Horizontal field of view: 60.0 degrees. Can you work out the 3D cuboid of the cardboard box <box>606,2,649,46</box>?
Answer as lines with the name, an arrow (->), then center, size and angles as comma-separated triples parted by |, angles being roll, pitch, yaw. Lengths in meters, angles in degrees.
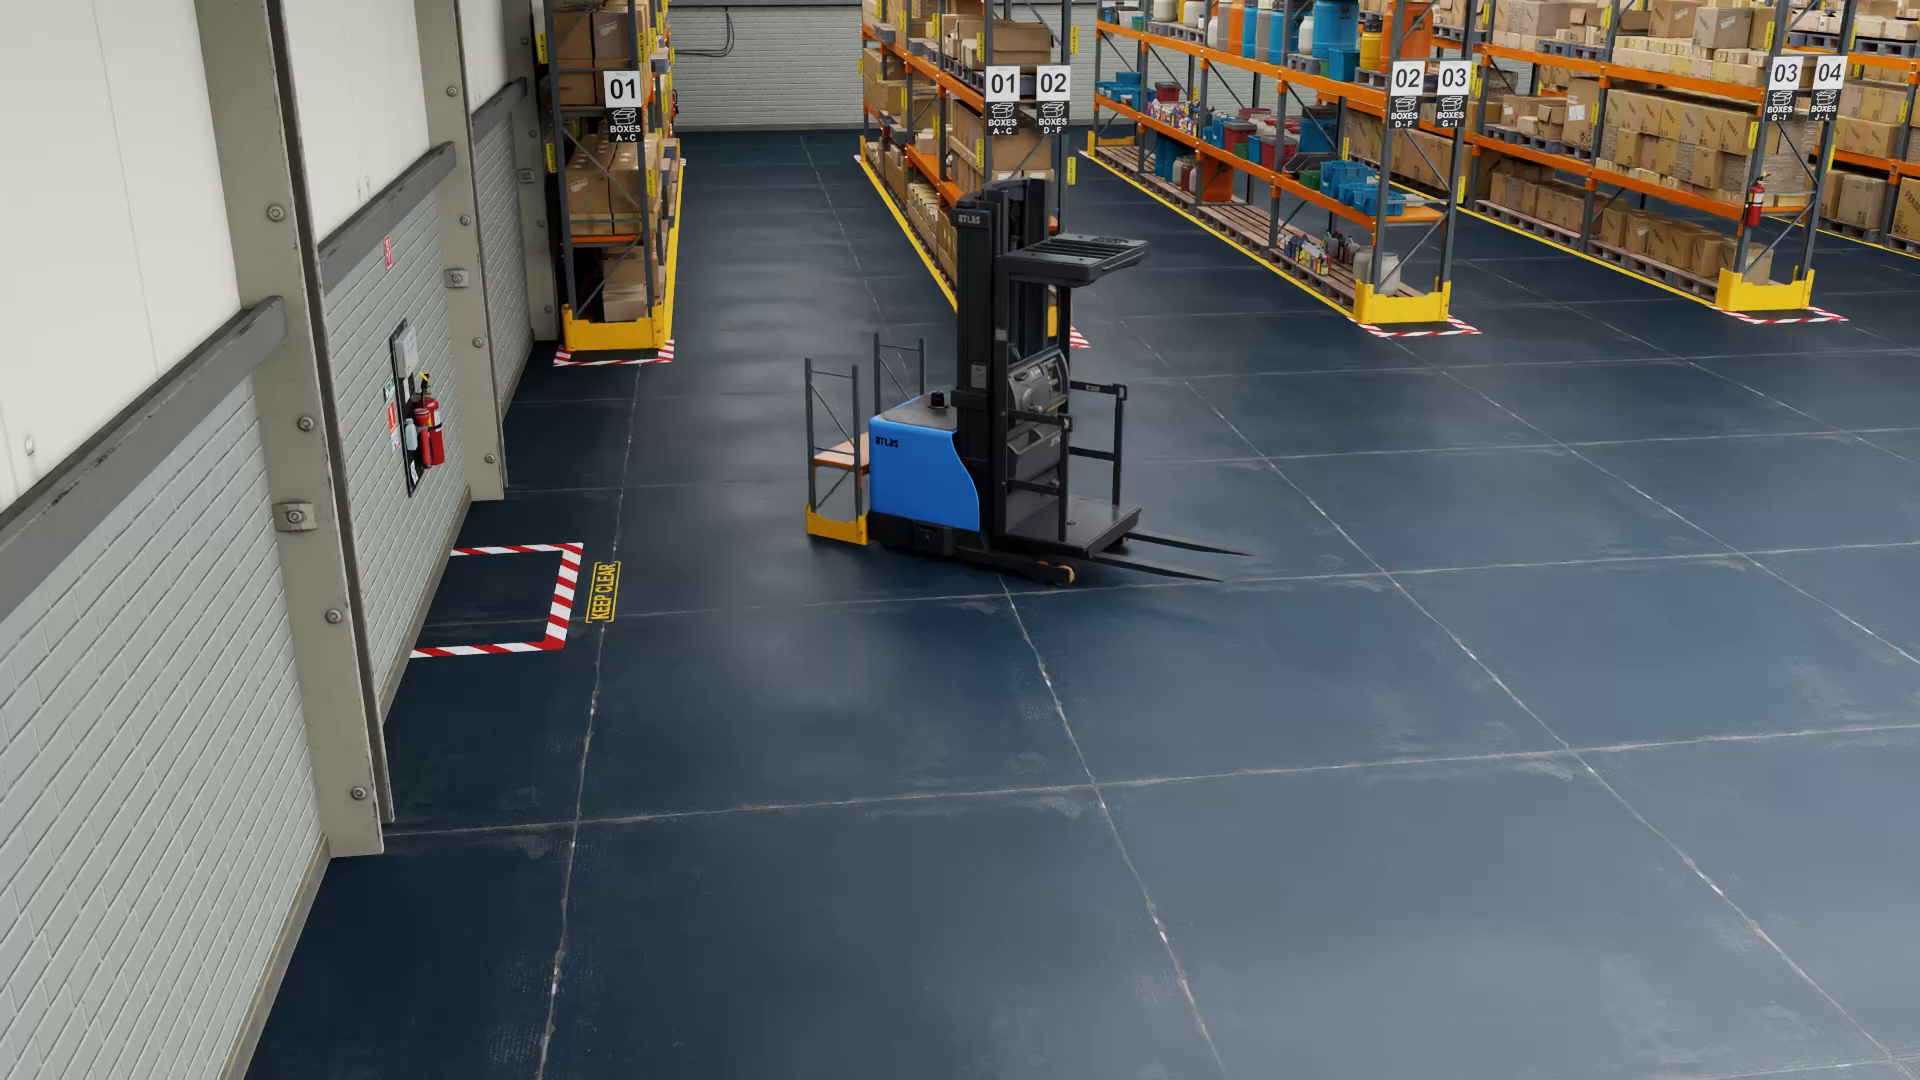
cardboard box -> -4.181, -6.488, 20.913 | 0.500, 0.500, 0.500 | -4, 21, -10

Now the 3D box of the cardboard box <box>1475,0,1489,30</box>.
cardboard box -> 9.272, -9.080, 28.705 | 0.797, 0.503, 0.637 | -2, 21, -5

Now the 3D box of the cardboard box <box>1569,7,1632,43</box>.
cardboard box -> 9.902, -7.982, 25.764 | 0.797, 0.503, 0.637 | -2, 21, -6

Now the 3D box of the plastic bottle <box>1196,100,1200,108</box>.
plastic bottle -> 4.437, -7.969, 30.835 | 0.144, 0.351, 0.185 | -3, 21, -8

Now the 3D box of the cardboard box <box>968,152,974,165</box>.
cardboard box -> 0.312, -4.964, 21.651 | 0.380, 0.149, 0.250 | -3, 21, -8

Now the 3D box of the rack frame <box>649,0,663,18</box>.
rack frame -> -5.850, -10.668, 29.418 | 1.000, 3.000, 0.127 | -3, 21, -8

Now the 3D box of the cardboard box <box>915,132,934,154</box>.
cardboard box -> -0.435, -6.363, 26.592 | 0.500, 0.311, 0.500 | -3, 21, -8

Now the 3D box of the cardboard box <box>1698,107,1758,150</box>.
cardboard box -> 10.183, -5.458, 22.045 | 0.500, 0.500, 0.500 | -3, 21, -8

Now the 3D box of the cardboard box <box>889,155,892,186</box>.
cardboard box -> -1.032, -6.780, 30.526 | 0.500, 0.500, 0.500 | -3, 21, -7

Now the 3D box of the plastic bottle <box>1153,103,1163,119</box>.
plastic bottle -> 3.696, -7.993, 31.007 | 0.152, 0.276, 0.135 | -3, 21, -8

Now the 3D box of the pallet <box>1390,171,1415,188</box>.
pallet -> 9.041, -7.038, 32.257 | 1.003, 0.211, 1.213 | -3, 21, -8

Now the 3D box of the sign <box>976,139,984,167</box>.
sign -> 0.242, -4.585, 19.711 | 0.100, 0.325, 0.005 | -3, 21, -8

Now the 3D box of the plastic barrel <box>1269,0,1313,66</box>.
plastic barrel -> 4.819, -7.393, 24.219 | 0.600, 0.901, 0.708 | -3, 21, -8

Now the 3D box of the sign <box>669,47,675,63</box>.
sign -> -5.887, -9.919, 33.992 | 0.100, 0.325, 0.005 | -3, 21, -8

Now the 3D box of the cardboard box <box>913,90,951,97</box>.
cardboard box -> -0.517, -7.506, 28.783 | 0.700, 0.500, 0.500 | 1, 20, 2

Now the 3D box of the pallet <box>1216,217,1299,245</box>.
pallet -> 4.776, -4.974, 26.733 | 1.003, 0.211, 1.213 | -3, 21, -8

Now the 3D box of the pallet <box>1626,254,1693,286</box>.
pallet -> 10.319, -3.877, 23.795 | 1.003, 0.211, 1.213 | -3, 21, -8

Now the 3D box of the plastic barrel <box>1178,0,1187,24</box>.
plastic barrel -> 4.286, -9.742, 30.355 | 0.600, 0.588, 0.600 | 0, 20, 0

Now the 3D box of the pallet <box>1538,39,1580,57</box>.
pallet -> 9.872, -7.733, 26.114 | 1.213, 0.211, 1.003 | -3, 21, -8

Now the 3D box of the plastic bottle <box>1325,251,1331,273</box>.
plastic bottle -> 5.081, -3.844, 22.975 | 0.061, 0.283, 0.133 | -3, 21, -8

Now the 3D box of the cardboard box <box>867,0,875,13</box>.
cardboard box -> -1.565, -10.526, 32.823 | 0.500, 0.250, 0.500 | -3, 21, -8

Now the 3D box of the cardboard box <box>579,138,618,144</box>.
cardboard box -> -4.765, -5.026, 21.999 | 0.500, 0.500, 0.500 | -3, 21, -8

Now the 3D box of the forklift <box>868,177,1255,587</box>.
forklift -> 0.792, -1.225, 12.807 | 3.031, 2.935, 1.130 | 11, 23, 27

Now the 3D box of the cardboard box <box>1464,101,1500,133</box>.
cardboard box -> 9.115, -7.427, 29.173 | 0.500, 0.500, 0.500 | -2, 21, -6

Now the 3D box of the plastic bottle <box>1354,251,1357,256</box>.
plastic bottle -> 5.623, -4.000, 23.509 | 0.097, 0.201, 0.097 | 0, 20, 0

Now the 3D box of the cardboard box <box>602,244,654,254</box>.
cardboard box -> -4.819, -4.377, 24.092 | 0.700, 0.500, 0.500 | -2, 21, -6

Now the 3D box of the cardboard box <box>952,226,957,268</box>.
cardboard box -> 0.180, -3.903, 22.138 | 0.500, 0.500, 0.500 | -3, 21, -8

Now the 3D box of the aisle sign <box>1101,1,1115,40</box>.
aisle sign -> 3.073, -10.970, 35.085 | 0.394, 0.787, 0.004 | -3, 21, -8

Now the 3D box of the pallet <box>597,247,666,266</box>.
pallet -> -4.810, -4.051, 24.261 | 1.003, 0.211, 1.213 | -3, 21, -8

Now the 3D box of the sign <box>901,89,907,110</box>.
sign -> -0.907, -7.199, 27.161 | 0.100, 0.325, 0.005 | -3, 21, -8

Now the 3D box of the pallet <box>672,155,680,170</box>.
pallet -> -6.234, -7.663, 33.933 | 1.003, 0.211, 1.213 | -3, 21, -8

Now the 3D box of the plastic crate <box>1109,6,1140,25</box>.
plastic crate -> 3.325, -10.576, 33.546 | 0.504, 0.338, 0.767 | -3, 21, -8

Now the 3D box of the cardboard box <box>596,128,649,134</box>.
cardboard box -> -4.736, -5.519, 23.433 | 0.700, 0.500, 0.500 | -3, 21, -8

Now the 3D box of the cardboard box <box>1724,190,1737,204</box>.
cardboard box -> 10.304, -4.510, 21.862 | 0.380, 0.149, 0.250 | -3, 21, -8

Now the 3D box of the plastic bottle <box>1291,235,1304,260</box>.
plastic bottle -> 4.840, -4.187, 23.796 | 0.144, 0.351, 0.185 | -4, 21, -10

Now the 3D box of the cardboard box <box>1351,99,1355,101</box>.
cardboard box -> 8.266, -9.112, 34.184 | 0.380, 0.149, 0.250 | -3, 21, -7

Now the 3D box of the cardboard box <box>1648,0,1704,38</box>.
cardboard box -> 10.325, -7.520, 23.993 | 0.500, 0.500, 0.500 | -4, 21, -9

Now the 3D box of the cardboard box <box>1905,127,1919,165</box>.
cardboard box -> 14.996, -5.996, 25.268 | 0.875, 0.550, 0.550 | -3, 21, -8

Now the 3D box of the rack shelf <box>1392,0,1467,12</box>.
rack shelf -> 5.395, -7.181, 21.681 | 1.077, 0.370, 4.000 | -3, 21, -8

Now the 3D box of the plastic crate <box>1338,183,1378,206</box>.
plastic crate -> 5.227, -4.516, 21.734 | 0.499, 0.251, 0.408 | -3, 21, -8

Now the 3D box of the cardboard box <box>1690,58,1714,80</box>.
cardboard box -> 10.124, -6.292, 22.203 | 0.500, 0.250, 0.500 | -2, 21, -7

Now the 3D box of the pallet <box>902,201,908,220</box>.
pallet -> -0.442, -5.678, 28.617 | 1.003, 0.211, 1.213 | -3, 21, -8

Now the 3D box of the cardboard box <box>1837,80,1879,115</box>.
cardboard box -> 14.633, -7.267, 27.315 | 0.700, 0.500, 0.500 | -3, 21, -8

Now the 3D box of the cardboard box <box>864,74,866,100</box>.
cardboard box -> -1.722, -9.374, 34.383 | 0.500, 0.500, 0.500 | -2, 21, -7

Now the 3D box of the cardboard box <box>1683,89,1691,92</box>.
cardboard box -> 13.646, -8.390, 30.800 | 0.380, 0.149, 0.250 | -2, 21, -5

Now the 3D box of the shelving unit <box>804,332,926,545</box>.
shelving unit -> -0.764, -0.875, 13.914 | 0.587, 1.500, 1.083 | 11, 23, 28

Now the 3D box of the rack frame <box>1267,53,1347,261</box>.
rack frame -> 5.107, -5.588, 24.389 | 1.000, 3.000, 0.127 | -3, 21, -8

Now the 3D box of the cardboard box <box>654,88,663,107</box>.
cardboard box -> -5.088, -7.200, 27.038 | 0.500, 0.250, 0.500 | -2, 21, -6

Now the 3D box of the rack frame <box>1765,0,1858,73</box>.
rack frame -> 10.585, -7.263, 20.300 | 1.000, 3.000, 0.127 | -3, 21, -8

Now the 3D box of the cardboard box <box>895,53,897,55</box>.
cardboard box -> -1.036, -9.515, 33.332 | 0.500, 0.500, 0.500 | -2, 21, -6

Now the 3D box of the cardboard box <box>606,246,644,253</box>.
cardboard box -> -4.507, -3.766, 22.455 | 0.500, 0.500, 0.500 | -4, 21, -12

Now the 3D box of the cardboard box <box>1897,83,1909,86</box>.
cardboard box -> 18.595, -8.749, 32.354 | 0.500, 0.250, 0.500 | -3, 21, -7

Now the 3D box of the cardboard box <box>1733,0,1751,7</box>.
cardboard box -> 13.950, -9.552, 29.479 | 0.396, 0.266, 0.258 | -3, 21, -8

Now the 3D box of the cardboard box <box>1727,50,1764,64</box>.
cardboard box -> 10.167, -6.240, 21.493 | 0.380, 0.149, 0.250 | -4, 21, -10

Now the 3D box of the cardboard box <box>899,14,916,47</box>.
cardboard box -> -0.542, -8.502, 27.762 | 0.910, 0.500, 0.500 | -3, 21, -8

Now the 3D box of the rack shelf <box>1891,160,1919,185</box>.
rack shelf -> 15.219, -5.023, 23.906 | 1.077, 0.370, 4.000 | -3, 21, -8

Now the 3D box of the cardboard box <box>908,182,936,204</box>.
cardboard box -> -0.587, -5.699, 27.216 | 0.500, 0.311, 0.500 | -2, 21, -6

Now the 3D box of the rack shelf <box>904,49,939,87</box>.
rack shelf -> -0.083, -7.100, 25.179 | 1.077, 0.370, 4.000 | -3, 21, -8
